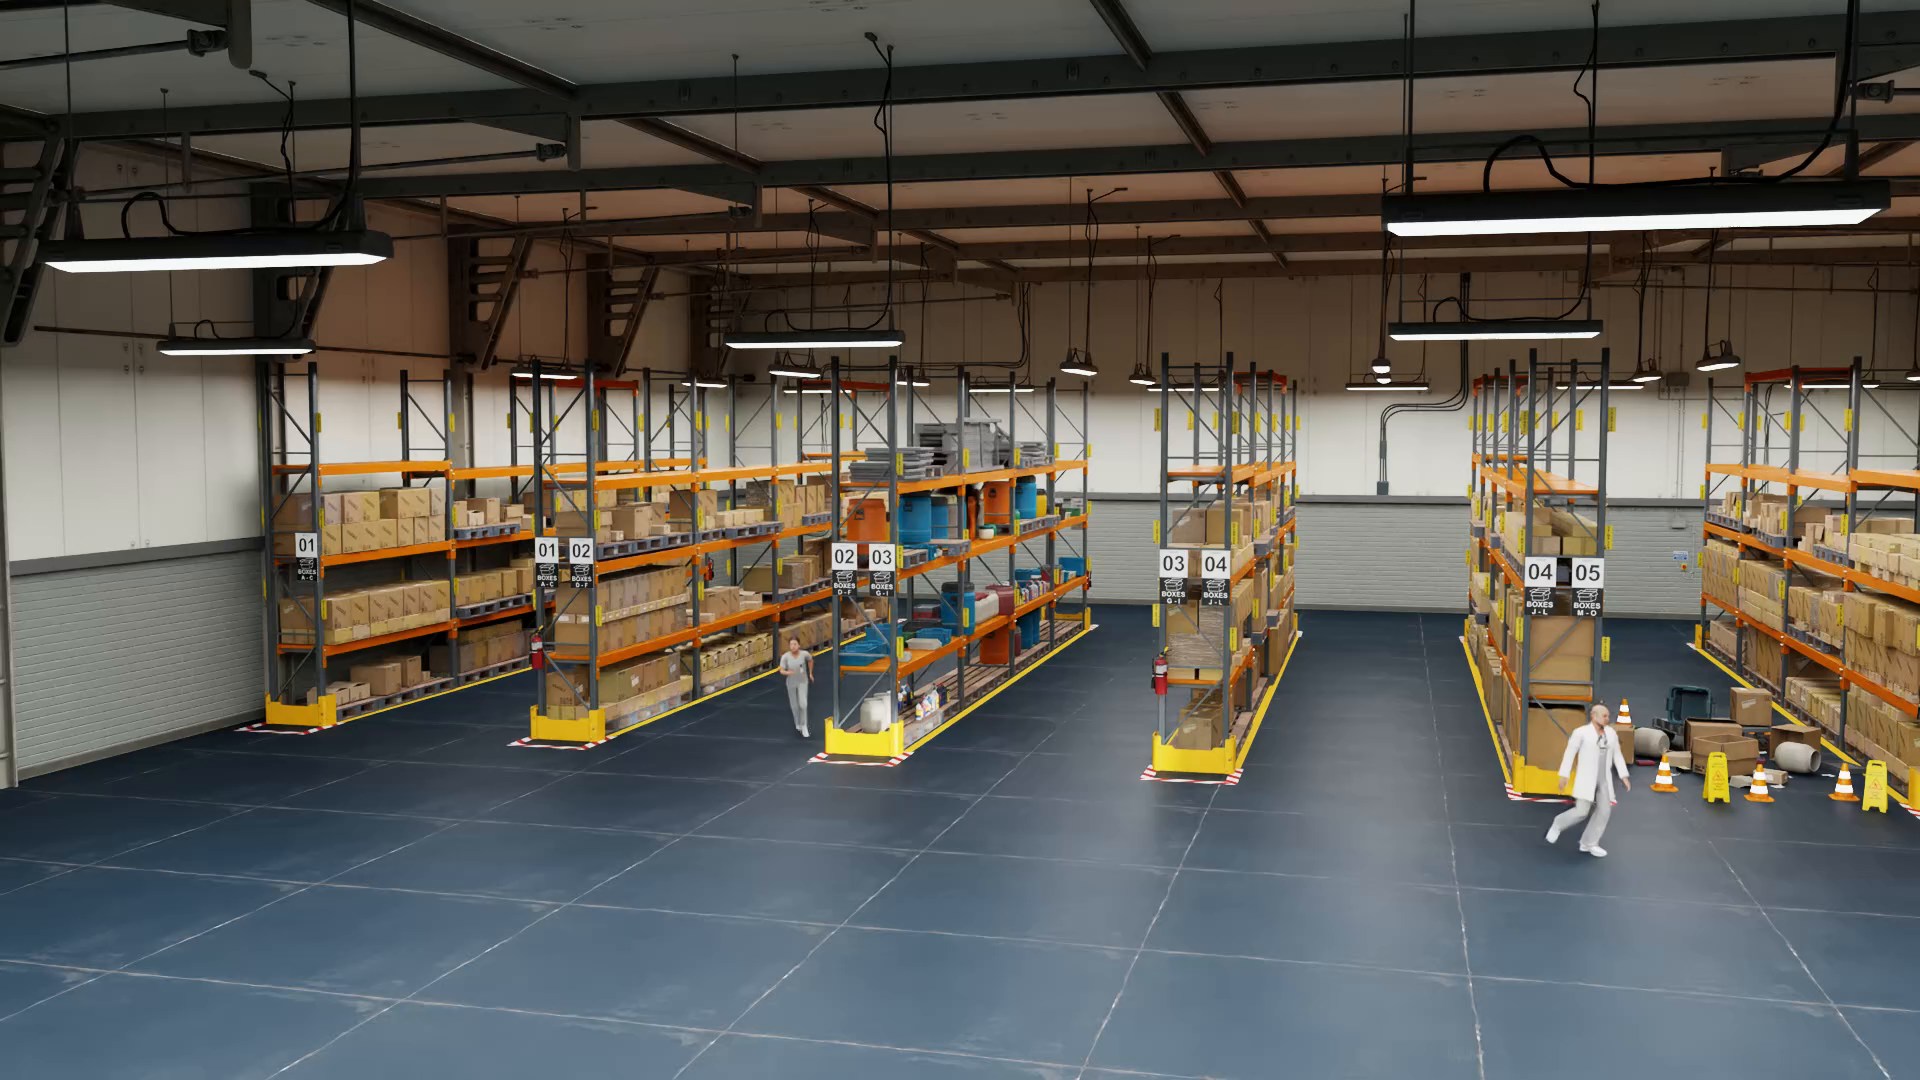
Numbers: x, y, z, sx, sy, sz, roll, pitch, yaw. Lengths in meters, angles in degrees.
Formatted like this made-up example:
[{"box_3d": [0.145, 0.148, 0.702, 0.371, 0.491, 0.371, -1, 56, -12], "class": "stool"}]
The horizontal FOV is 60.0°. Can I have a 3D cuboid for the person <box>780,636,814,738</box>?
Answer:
[{"box_3d": [-2.599, 2.320, 26.541, 0.506, 1.612, 0.920, 0, 4, 2], "class": "person"}]

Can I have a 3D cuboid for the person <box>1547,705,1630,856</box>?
[{"box_3d": [7.292, 2.768, 19.289, 0.749, 1.751, 0.681, -1, 4, -16], "class": "person"}]
